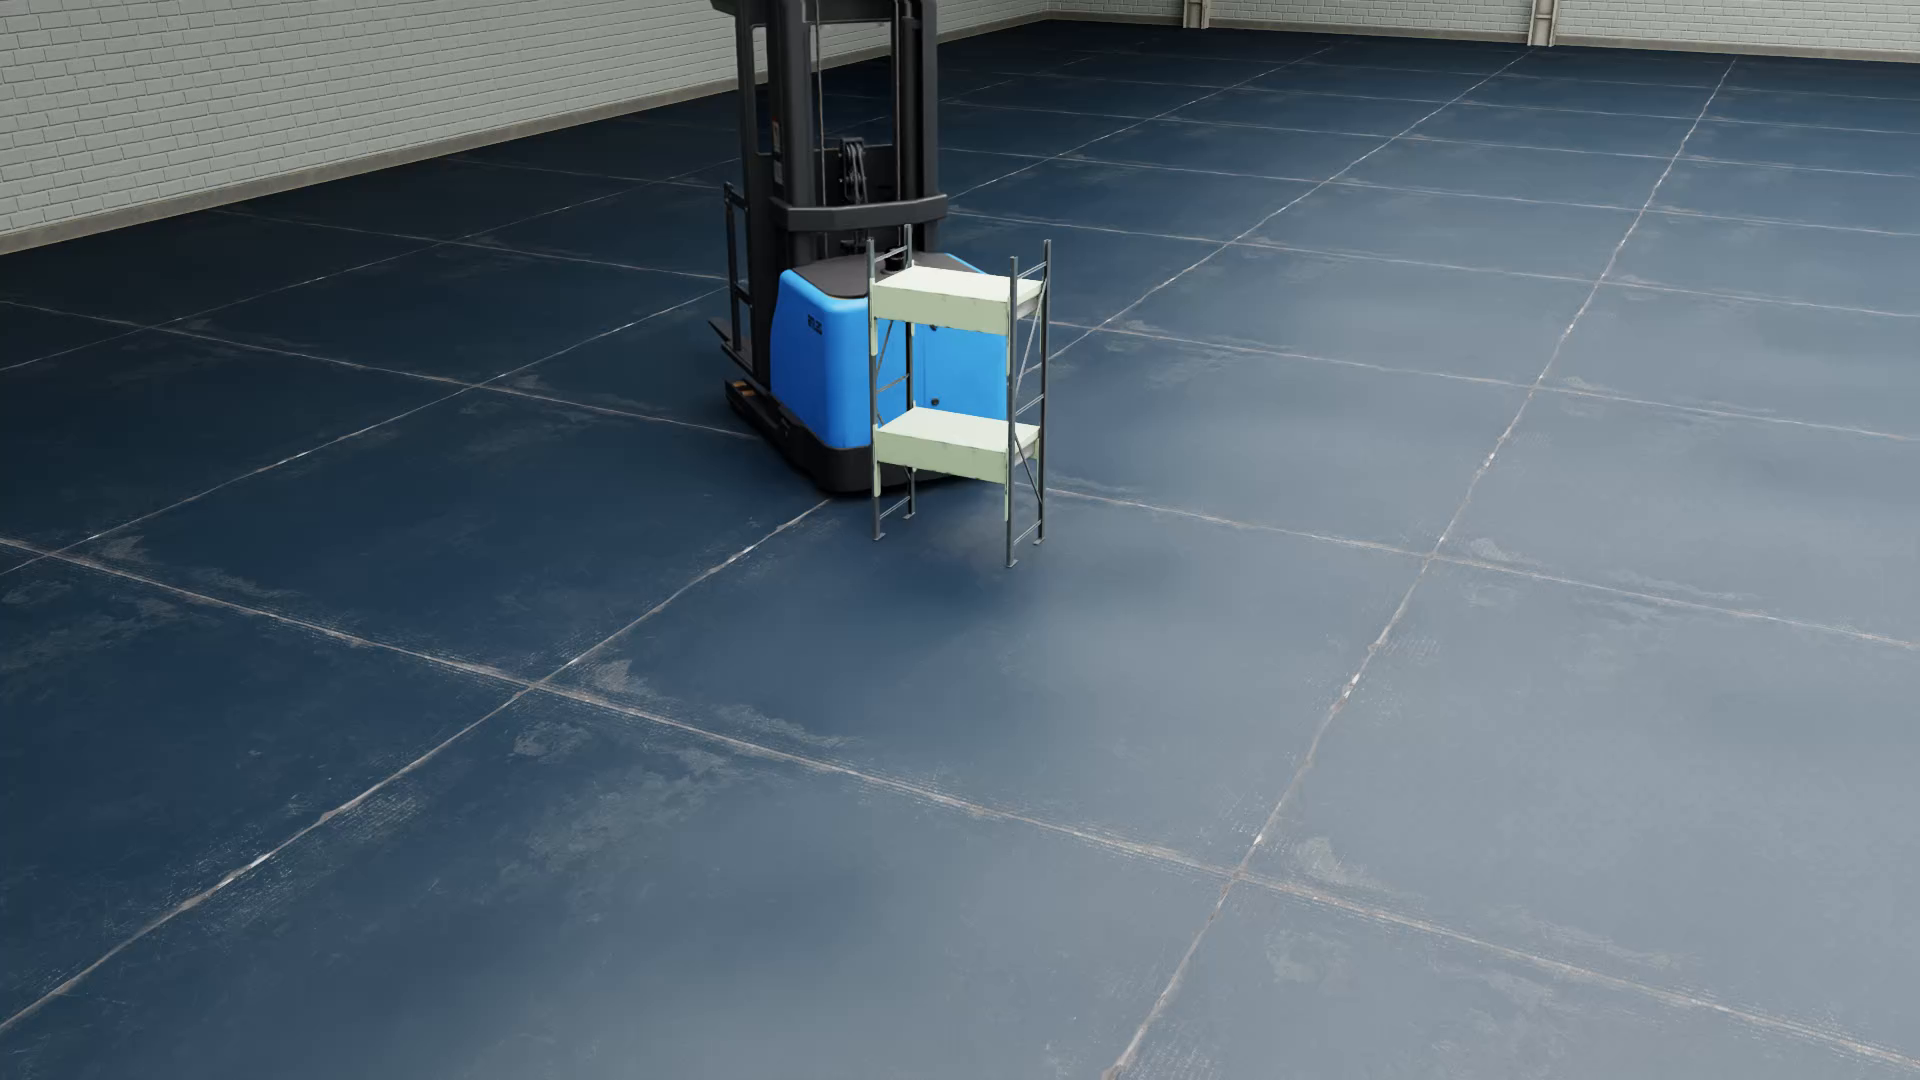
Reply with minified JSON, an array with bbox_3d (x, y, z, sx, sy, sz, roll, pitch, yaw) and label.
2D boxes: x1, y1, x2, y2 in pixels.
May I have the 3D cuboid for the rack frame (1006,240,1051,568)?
[{"bbox_3d":[0.321,-0.627,7.807,0.023,1.500,0.400,11,25,25],"label":"rack frame"}]

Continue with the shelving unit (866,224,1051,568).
[{"bbox_3d":[-0.006,-0.691,7.959,0.755,1.500,0.431,11,25,25],"label":"shelving unit"}]

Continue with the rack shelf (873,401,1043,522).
[{"bbox_3d":[-0.006,-0.391,8.087,0.720,0.370,0.431,11,25,25],"label":"rack shelf"}]

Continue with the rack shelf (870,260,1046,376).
[{"bbox_3d":[-0.006,-1.050,7.807,0.720,0.370,0.431,11,25,25],"label":"rack shelf"}]

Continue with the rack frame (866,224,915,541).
[{"bbox_3d":[-0.333,-0.756,8.111,0.023,1.500,0.400,11,25,25],"label":"rack frame"}]

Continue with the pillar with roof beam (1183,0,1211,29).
[{"bbox_3d":[2.315,-11.891,24.713,0.400,9.000,9.100,11,25,25],"label":"pillar with roof beam"}]

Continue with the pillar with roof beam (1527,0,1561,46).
[{"bbox_3d":[7.670,-10.832,22.222,0.400,9.000,9.100,11,25,25],"label":"pillar with roof beam"}]

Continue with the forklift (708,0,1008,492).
[{"bbox_3d":[-0.781,-2.142,9.542,1.130,2.935,3.031,-10,25,-21],"label":"forklift"}]
